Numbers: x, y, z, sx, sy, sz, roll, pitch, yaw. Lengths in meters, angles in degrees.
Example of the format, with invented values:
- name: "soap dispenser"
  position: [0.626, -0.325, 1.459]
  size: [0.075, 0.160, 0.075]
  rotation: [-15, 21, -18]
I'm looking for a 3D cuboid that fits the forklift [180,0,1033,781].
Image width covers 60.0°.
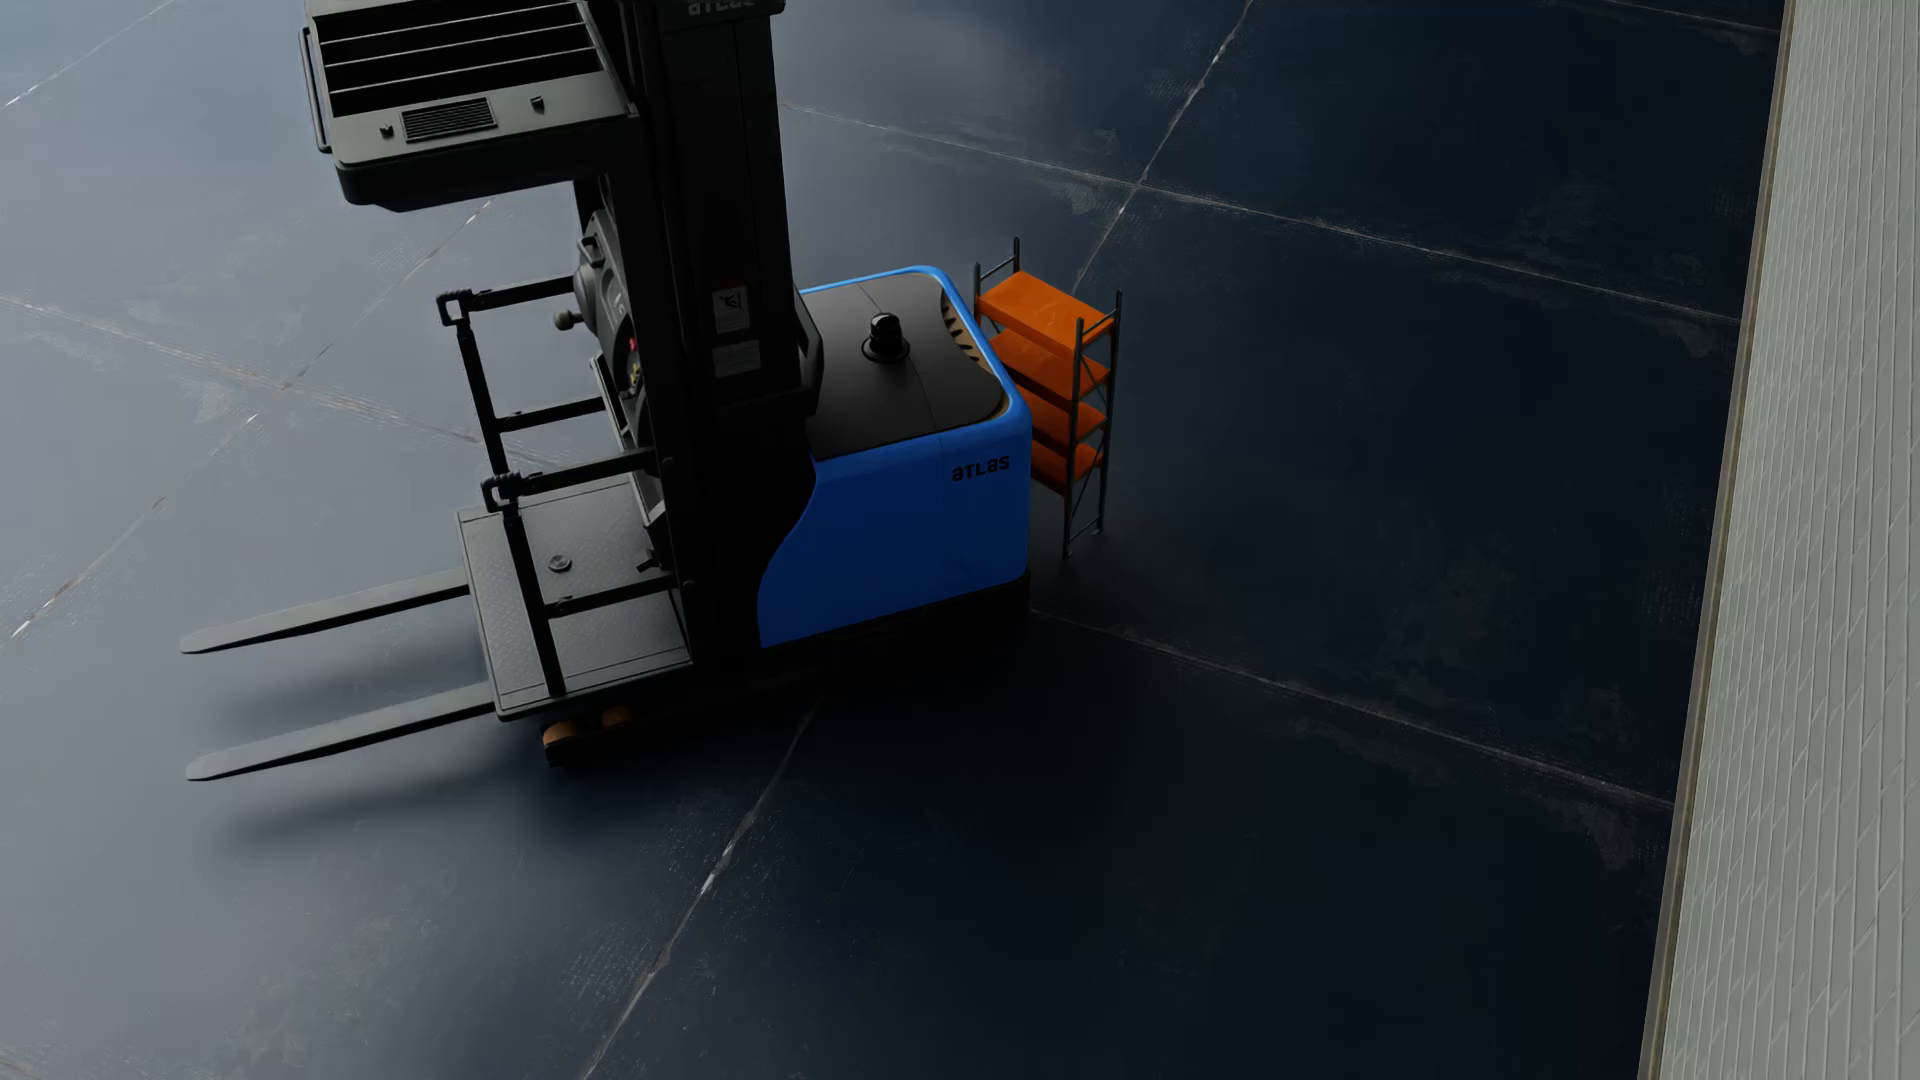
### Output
- name: "forklift"
  position: [-1.308, -0.659, 5.334]
  size: [3.031, 2.935, 1.130]
  rotation: [-15, 47, -14]

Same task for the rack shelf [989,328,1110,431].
- name: "rack shelf"
  position: [0.317, -0.636, 6.317]
  size: [0.480, 0.148, 0.258]
  rotation: [33, 54, 29]

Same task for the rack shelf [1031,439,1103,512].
- name: "rack shelf"
  position: [0.317, -0.337, 6.615]
  size: [0.480, 0.148, 0.258]
  rotation: [33, 54, 29]

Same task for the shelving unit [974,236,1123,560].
- name: "shelving unit"
  position: [0.317, -0.525, 6.427]
  size: [0.503, 1.200, 0.258]
  rotation: [33, 54, 29]

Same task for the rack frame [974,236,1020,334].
- name: "rack frame"
  position: [0.137, -0.642, 6.544]
  size: [0.015, 1.200, 0.240]
  rotation: [33, 54, 29]

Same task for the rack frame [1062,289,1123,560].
- name: "rack frame"
  position: [0.497, -0.409, 6.310]
  size: [0.015, 1.200, 0.240]
  rotation: [33, 54, 29]

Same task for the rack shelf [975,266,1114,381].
- name: "rack shelf"
  position: [0.317, -0.804, 6.150]
  size: [0.480, 0.148, 0.258]
  rotation: [33, 54, 29]

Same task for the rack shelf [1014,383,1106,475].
- name: "rack shelf"
  position: [0.317, -0.478, 6.475]
  size: [0.480, 0.148, 0.258]
  rotation: [33, 54, 29]
